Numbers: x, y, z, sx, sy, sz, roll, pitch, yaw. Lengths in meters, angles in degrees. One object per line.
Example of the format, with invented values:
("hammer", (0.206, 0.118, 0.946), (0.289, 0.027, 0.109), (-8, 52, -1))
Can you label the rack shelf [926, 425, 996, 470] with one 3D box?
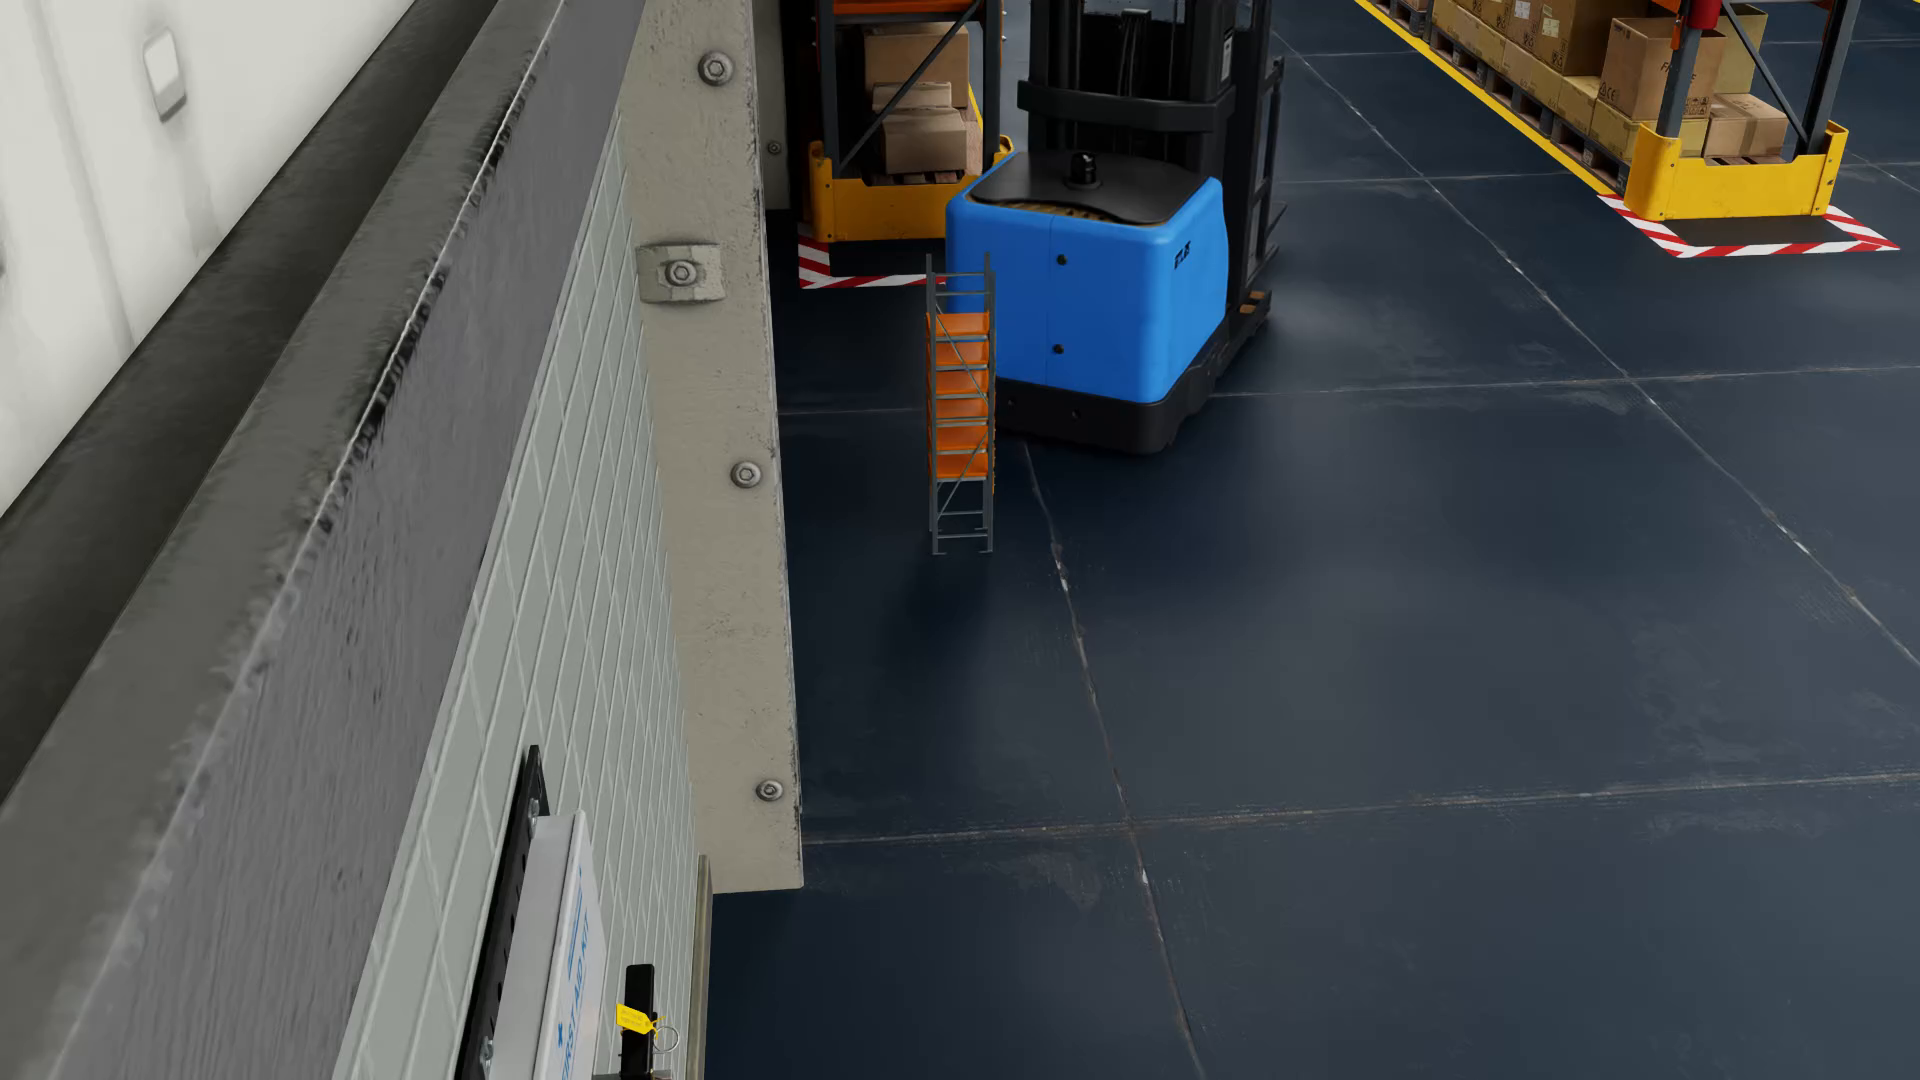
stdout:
("rack shelf", (0.001, -0.367, 6.514), (0.258, 0.103, 0.180), (-3, 31, -5))

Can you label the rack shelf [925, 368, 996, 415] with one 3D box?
("rack shelf", (0.001, -0.573, 6.391), (0.258, 0.103, 0.180), (-3, 31, -5))

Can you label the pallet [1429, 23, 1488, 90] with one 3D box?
("pallet", (4.313, -3.760, 12.840), (1.003, 0.211, 1.213), (-3, 31, -5))

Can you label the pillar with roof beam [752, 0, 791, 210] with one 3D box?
("pillar with roof beam", (3.082, -6.182, 8.324), (9.100, 9.000, 0.400), (-3, 31, -5))

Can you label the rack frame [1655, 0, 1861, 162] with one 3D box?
("rack frame", (4.655, -3.323, 9.389), (1.000, 3.000, 0.127), (-3, 31, -5))

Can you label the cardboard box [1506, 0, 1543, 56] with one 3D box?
("cardboard box", (4.155, -3.670, 11.509), (0.500, 0.500, 0.500), (-3, 31, -5))

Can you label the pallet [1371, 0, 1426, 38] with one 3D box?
("pallet", (4.173, -4.543, 14.149), (1.003, 0.211, 1.213), (-3, 31, -5))

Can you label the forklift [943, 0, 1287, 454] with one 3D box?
("forklift", (0.971, -2.372, 7.862), (1.130, 2.935, 3.031), (12, 33, 20))

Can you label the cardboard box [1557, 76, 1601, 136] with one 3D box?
("cardboard box", (4.252, -2.837, 10.847), (0.500, 0.250, 0.500), (-3, 31, -5))

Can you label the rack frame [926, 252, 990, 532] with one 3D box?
("rack frame", (-0.007, -0.554, 6.508), (0.240, 1.200, 0.006), (-3, 31, -5))

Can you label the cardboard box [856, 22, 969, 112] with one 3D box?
("cardboard box", (-0.324, -3.225, 11.233), (0.700, 0.500, 0.500), (-5, 31, -8))

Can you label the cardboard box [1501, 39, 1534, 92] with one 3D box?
("cardboard box", (4.158, -3.348, 11.702), (0.500, 0.250, 0.500), (-3, 31, -5))

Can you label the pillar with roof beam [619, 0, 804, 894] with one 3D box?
("pillar with roof beam", (3.643, -3.118, 3.195), (9.100, 9.000, 0.400), (-3, 31, -5))

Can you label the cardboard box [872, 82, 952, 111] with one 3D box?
("cardboard box", (-0.305, -2.767, 10.651), (0.500, 0.311, 0.500), (0, 31, 0))

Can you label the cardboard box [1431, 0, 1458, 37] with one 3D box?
("cardboard box", (4.022, -4.114, 12.984), (0.500, 0.250, 0.500), (-3, 31, -5))

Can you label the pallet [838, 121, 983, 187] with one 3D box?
("pallet", (-0.325, -2.342, 10.465), (1.003, 0.211, 1.213), (-3, 31, -5))

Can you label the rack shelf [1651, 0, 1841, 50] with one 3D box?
("rack shelf", (4.468, -4.036, 11.283), (1.077, 0.370, 4.000), (-3, 31, -5))

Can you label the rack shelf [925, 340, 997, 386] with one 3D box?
("rack shelf", (0.001, -0.676, 6.330), (0.258, 0.103, 0.180), (-3, 31, -5))

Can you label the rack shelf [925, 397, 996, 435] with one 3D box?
("rack shelf", (0.001, -0.470, 6.453), (0.258, 0.103, 0.180), (-3, 31, -5))

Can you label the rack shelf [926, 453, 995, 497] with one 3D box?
("rack shelf", (0.001, -0.264, 6.576), (0.258, 0.103, 0.180), (-3, 31, -5))

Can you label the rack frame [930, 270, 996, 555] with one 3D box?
("rack frame", (0.010, -0.461, 6.352), (0.240, 1.200, 0.006), (-3, 31, -5))

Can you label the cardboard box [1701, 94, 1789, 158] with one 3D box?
("cardboard box", (4.826, -2.608, 10.462), (0.500, 0.250, 0.500), (-3, 31, -5))

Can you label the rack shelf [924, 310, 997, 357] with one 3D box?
("rack shelf", (0.001, -0.779, 6.268), (0.258, 0.103, 0.180), (-3, 31, -5))

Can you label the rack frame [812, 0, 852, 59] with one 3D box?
("rack frame", (-0.651, -5.126, 12.407), (1.000, 3.000, 0.127), (-3, 31, -5))

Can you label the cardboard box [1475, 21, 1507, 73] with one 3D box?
("cardboard box", (4.106, -3.603, 12.129), (0.500, 0.250, 0.500), (-3, 31, -5))

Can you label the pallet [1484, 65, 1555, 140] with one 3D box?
("pallet", (4.431, -3.136, 11.794), (1.003, 0.211, 1.213), (-3, 31, -5))

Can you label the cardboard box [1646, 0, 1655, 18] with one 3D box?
("cardboard box", (4.718, -3.439, 11.123), (0.500, 0.500, 0.500), (-3, 31, -5))

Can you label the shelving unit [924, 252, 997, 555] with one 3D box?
("shelving unit", (0.001, -0.508, 6.430), (0.258, 1.200, 0.189), (-3, 31, -5))

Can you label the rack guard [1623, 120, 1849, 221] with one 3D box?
("rack guard", (4.657, -2.238, 10.009), (1.175, 0.500, 0.348), (-3, 31, -5))

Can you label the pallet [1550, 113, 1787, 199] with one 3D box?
("pallet", (4.541, -2.515, 10.754), (1.003, 0.211, 1.213), (-3, 31, -5))

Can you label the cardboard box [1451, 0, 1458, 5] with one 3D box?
("cardboard box", (4.012, -4.435, 12.791), (0.500, 0.500, 0.500), (-3, 31, -5))

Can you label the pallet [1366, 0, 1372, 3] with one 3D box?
("pallet", (4.056, -5.167, 15.194), (1.003, 0.211, 1.213), (-3, 31, -5))

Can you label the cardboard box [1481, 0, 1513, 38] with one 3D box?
("cardboard box", (4.106, -3.925, 11.936), (0.500, 0.500, 0.500), (-3, 31, -5))

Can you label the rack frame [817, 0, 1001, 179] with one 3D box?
("rack frame", (-0.277, -3.084, 8.988), (1.000, 3.000, 0.127), (-3, 31, -5))

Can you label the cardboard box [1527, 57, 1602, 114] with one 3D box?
("cardboard box", (4.203, -3.093, 11.274), (0.500, 0.250, 0.500), (-3, 31, -5))

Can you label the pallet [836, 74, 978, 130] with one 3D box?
("pallet", (-0.436, -2.964, 11.506), (1.003, 0.211, 1.213), (-3, 31, -5))

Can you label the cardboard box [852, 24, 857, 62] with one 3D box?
("cardboard box", (-0.514, -3.714, 12.051), (0.500, 0.500, 0.500), (-5, 31, -8))

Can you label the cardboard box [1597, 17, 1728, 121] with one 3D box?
("cardboard box", (4.308, -2.905, 10.228), (0.500, 0.500, 0.500), (-3, 31, -5))

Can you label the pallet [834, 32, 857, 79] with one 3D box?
("pallet", (-0.553, -3.588, 12.551), (1.003, 0.211, 1.213), (-3, 31, -5))

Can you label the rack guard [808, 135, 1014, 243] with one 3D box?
("rack guard", (-0.284, -2.050, 9.694), (1.175, 0.500, 0.348), (-3, 31, -5))

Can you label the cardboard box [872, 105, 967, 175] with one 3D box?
("cardboard box", (-0.252, -2.476, 10.163), (0.500, 0.311, 0.500), (-6, 31, -10))

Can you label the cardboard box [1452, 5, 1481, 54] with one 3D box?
("cardboard box", (4.064, -3.859, 12.557), (0.500, 0.250, 0.500), (-3, 31, -5))

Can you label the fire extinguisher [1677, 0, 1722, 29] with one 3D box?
("fire extinguisher", (4.203, -3.207, 9.270), (0.296, 0.674, 0.183), (-3, 31, -5))

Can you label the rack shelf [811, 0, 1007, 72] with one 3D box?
("rack shelf", (-0.464, -3.796, 10.882), (1.077, 0.370, 4.000), (-3, 31, -5))

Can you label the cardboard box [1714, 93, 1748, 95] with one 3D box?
("cardboard box", (4.776, -2.863, 10.889), (0.500, 0.250, 0.500), (-3, 31, -5))

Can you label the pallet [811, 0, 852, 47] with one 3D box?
("pallet", (-0.725, -4.327, 13.788), (1.003, 0.211, 1.213), (-3, 31, -5))

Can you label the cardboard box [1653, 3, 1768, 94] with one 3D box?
("cardboard box", (4.777, -3.185, 10.697), (0.500, 0.500, 0.500), (-3, 31, -5))

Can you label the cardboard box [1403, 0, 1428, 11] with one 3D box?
("cardboard box", (3.953, -4.563, 13.736), (0.500, 0.250, 0.500), (-3, 31, -5))

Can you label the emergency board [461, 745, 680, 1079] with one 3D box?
("emergency board", (-0.450, 0.927, 2.273), (0.194, 1.169, 0.643), (-3, 31, -5))

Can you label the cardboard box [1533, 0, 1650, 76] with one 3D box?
("cardboard box", (4.200, -3.414, 11.082), (0.500, 0.500, 0.500), (-3, 31, -5))

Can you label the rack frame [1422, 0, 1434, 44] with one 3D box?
("rack frame", (4.281, -5.365, 12.808), (1.000, 3.000, 0.127), (-3, 31, -5))

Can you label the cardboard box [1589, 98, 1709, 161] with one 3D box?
("cardboard box", (4.310, -2.583, 10.421), (0.500, 0.250, 0.500), (-3, 31, -5))

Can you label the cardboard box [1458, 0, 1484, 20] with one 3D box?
("cardboard box", (4.067, -4.181, 12.364), (0.500, 0.500, 0.500), (-3, 31, -5))
